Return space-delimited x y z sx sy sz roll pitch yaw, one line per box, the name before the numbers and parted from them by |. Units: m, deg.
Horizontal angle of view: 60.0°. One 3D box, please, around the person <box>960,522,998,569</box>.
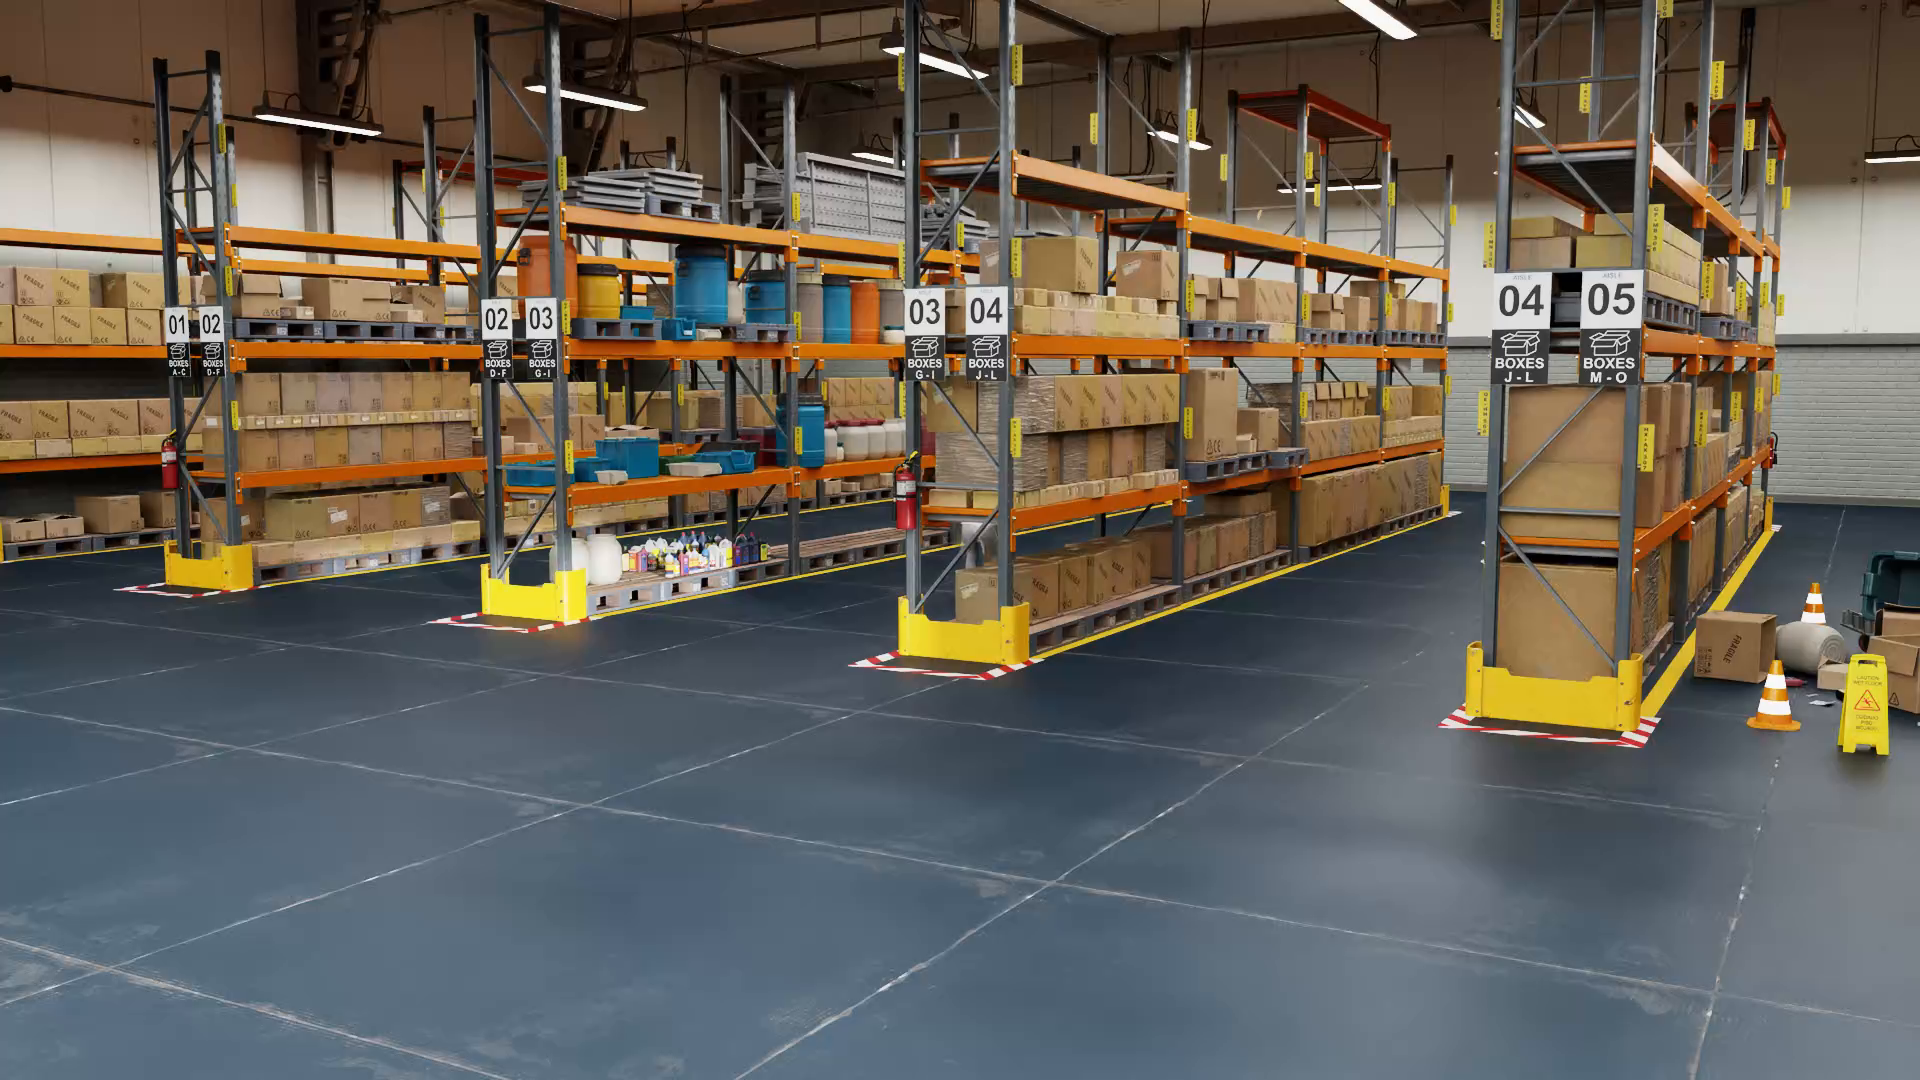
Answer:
person | 0.320 0.021 18.638 0.441 1.148 0.915 3 7 26
